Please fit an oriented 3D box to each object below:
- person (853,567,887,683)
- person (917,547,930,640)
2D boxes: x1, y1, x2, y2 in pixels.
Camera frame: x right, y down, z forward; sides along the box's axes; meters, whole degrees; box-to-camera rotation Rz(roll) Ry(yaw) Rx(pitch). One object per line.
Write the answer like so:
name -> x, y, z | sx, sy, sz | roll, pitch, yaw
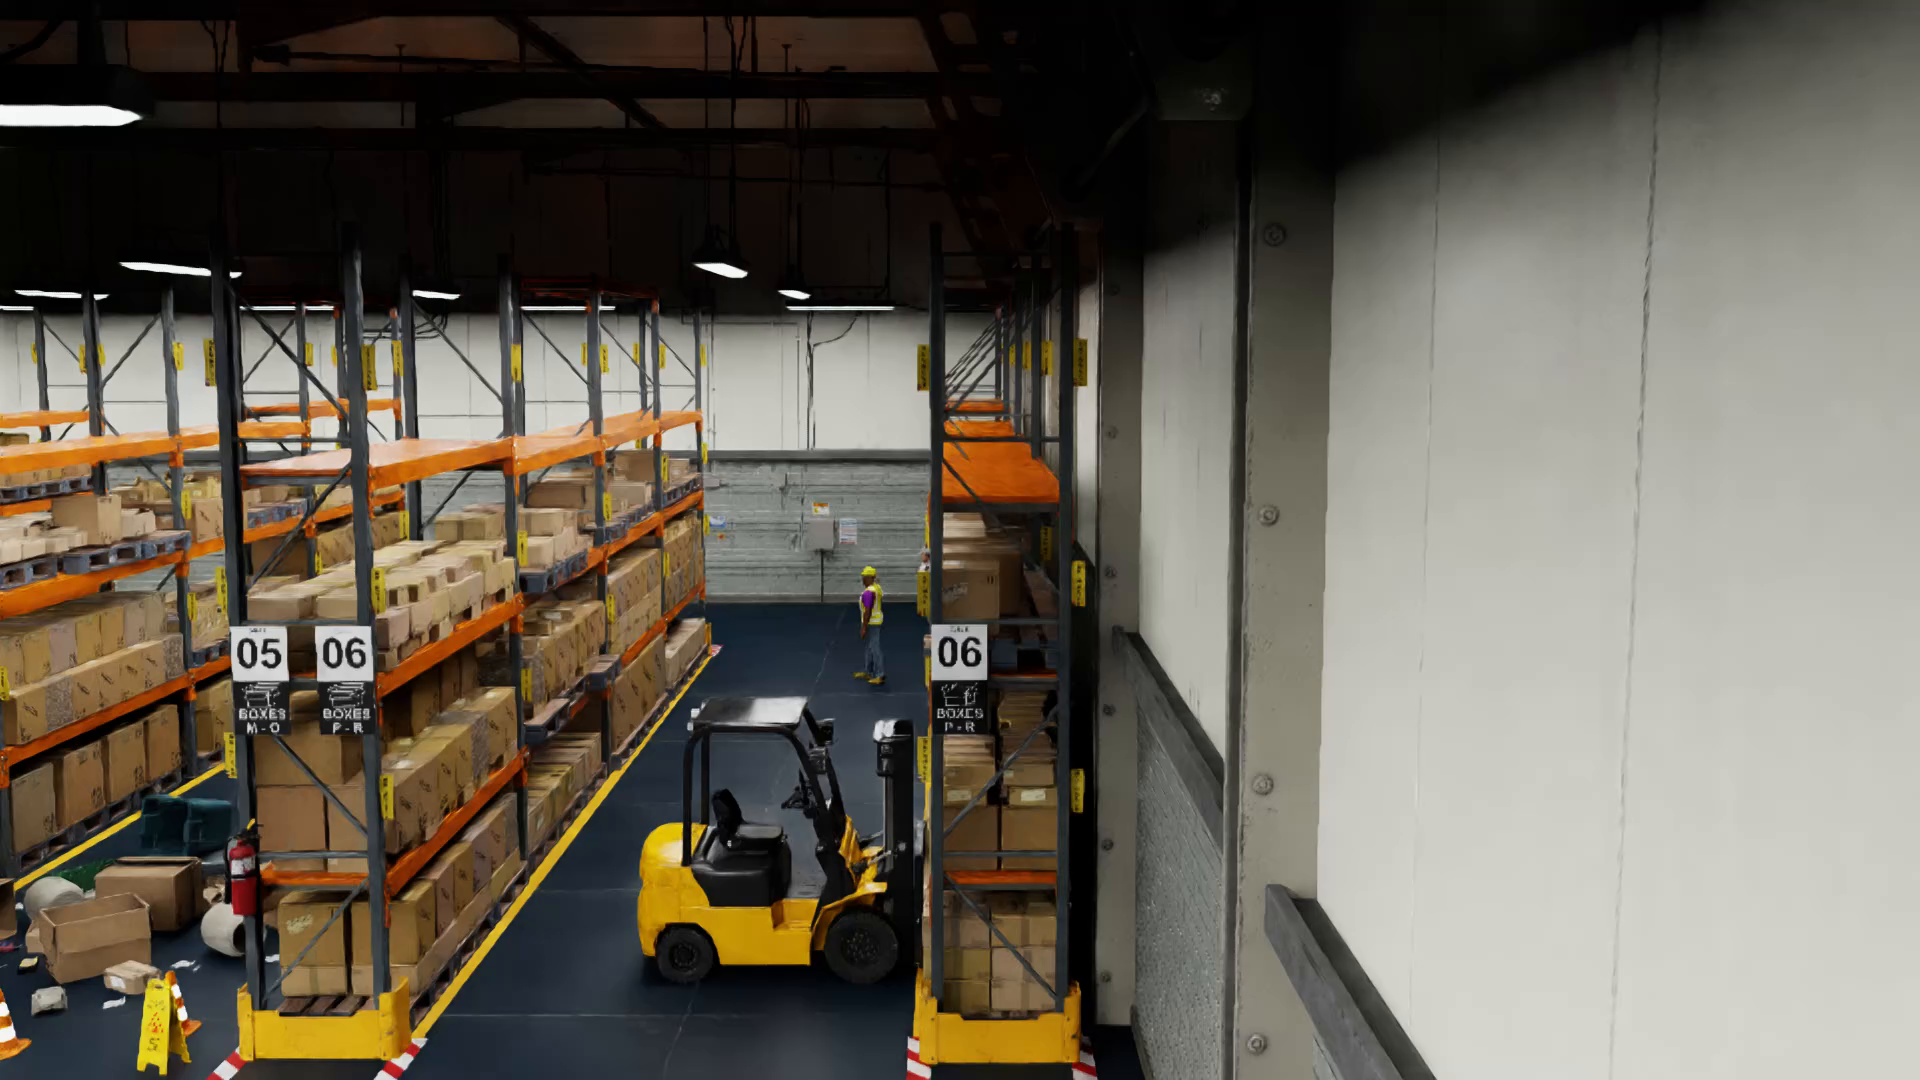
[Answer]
person -> -1.400, 1.286, 25.654 | 0.583, 1.763, 0.694 | 1, 7, 7
person -> -0.505, 0.944, 29.092 | 0.412, 1.659, 0.594 | -4, 8, -30
